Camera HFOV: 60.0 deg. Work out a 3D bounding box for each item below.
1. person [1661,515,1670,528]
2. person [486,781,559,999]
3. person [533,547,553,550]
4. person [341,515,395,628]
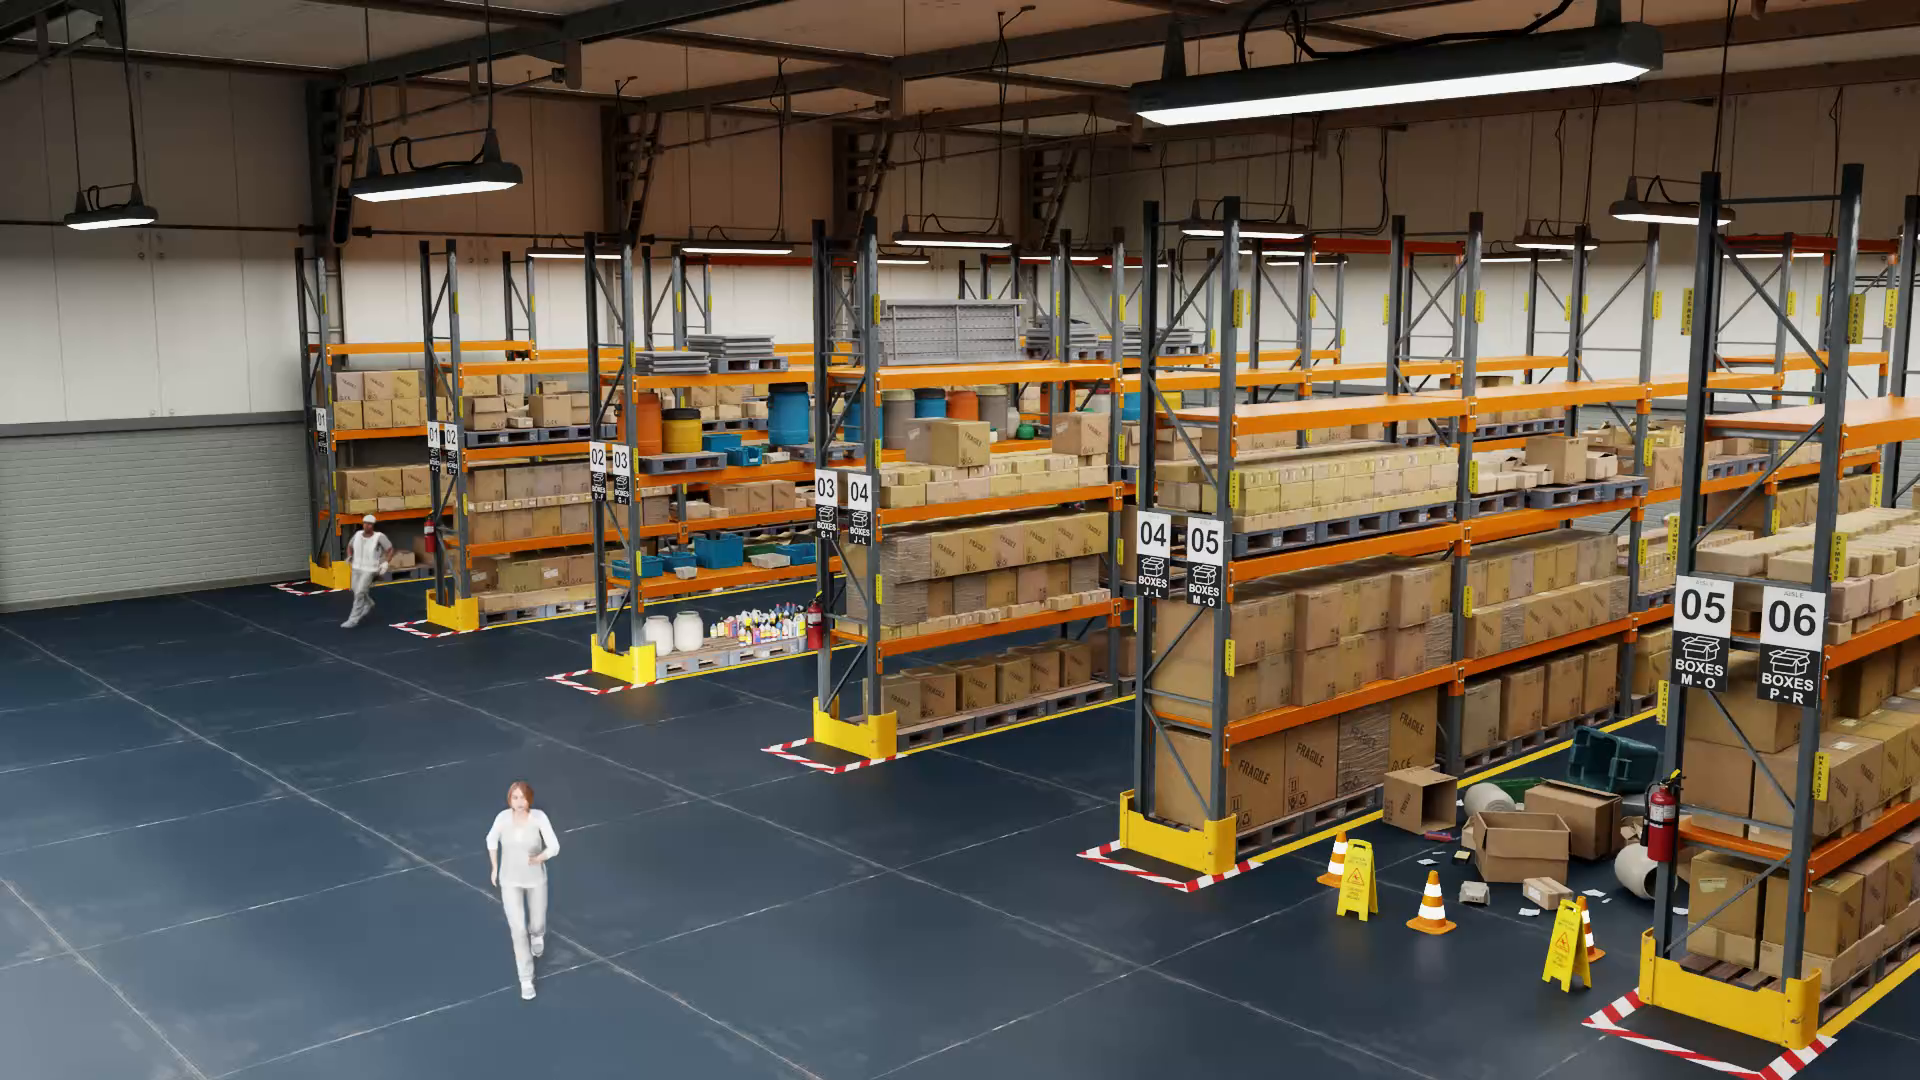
[{"bbox_3d":[11.116,0.478,26.175,0.902,1.779,0.686,-7,11,-38],"label":"person"},{"bbox_3d":[-3.275,2.558,12.494,0.538,1.575,0.804,-2,9,-12],"label":"person"},{"bbox_3d":[-7.246,0.130,28.924,0.570,1.688,0.796,7,11,39],"label":"person"},{"bbox_3d":[-9.321,0.469,26.137,0.744,1.741,0.953,2,9,13],"label":"person"}]
